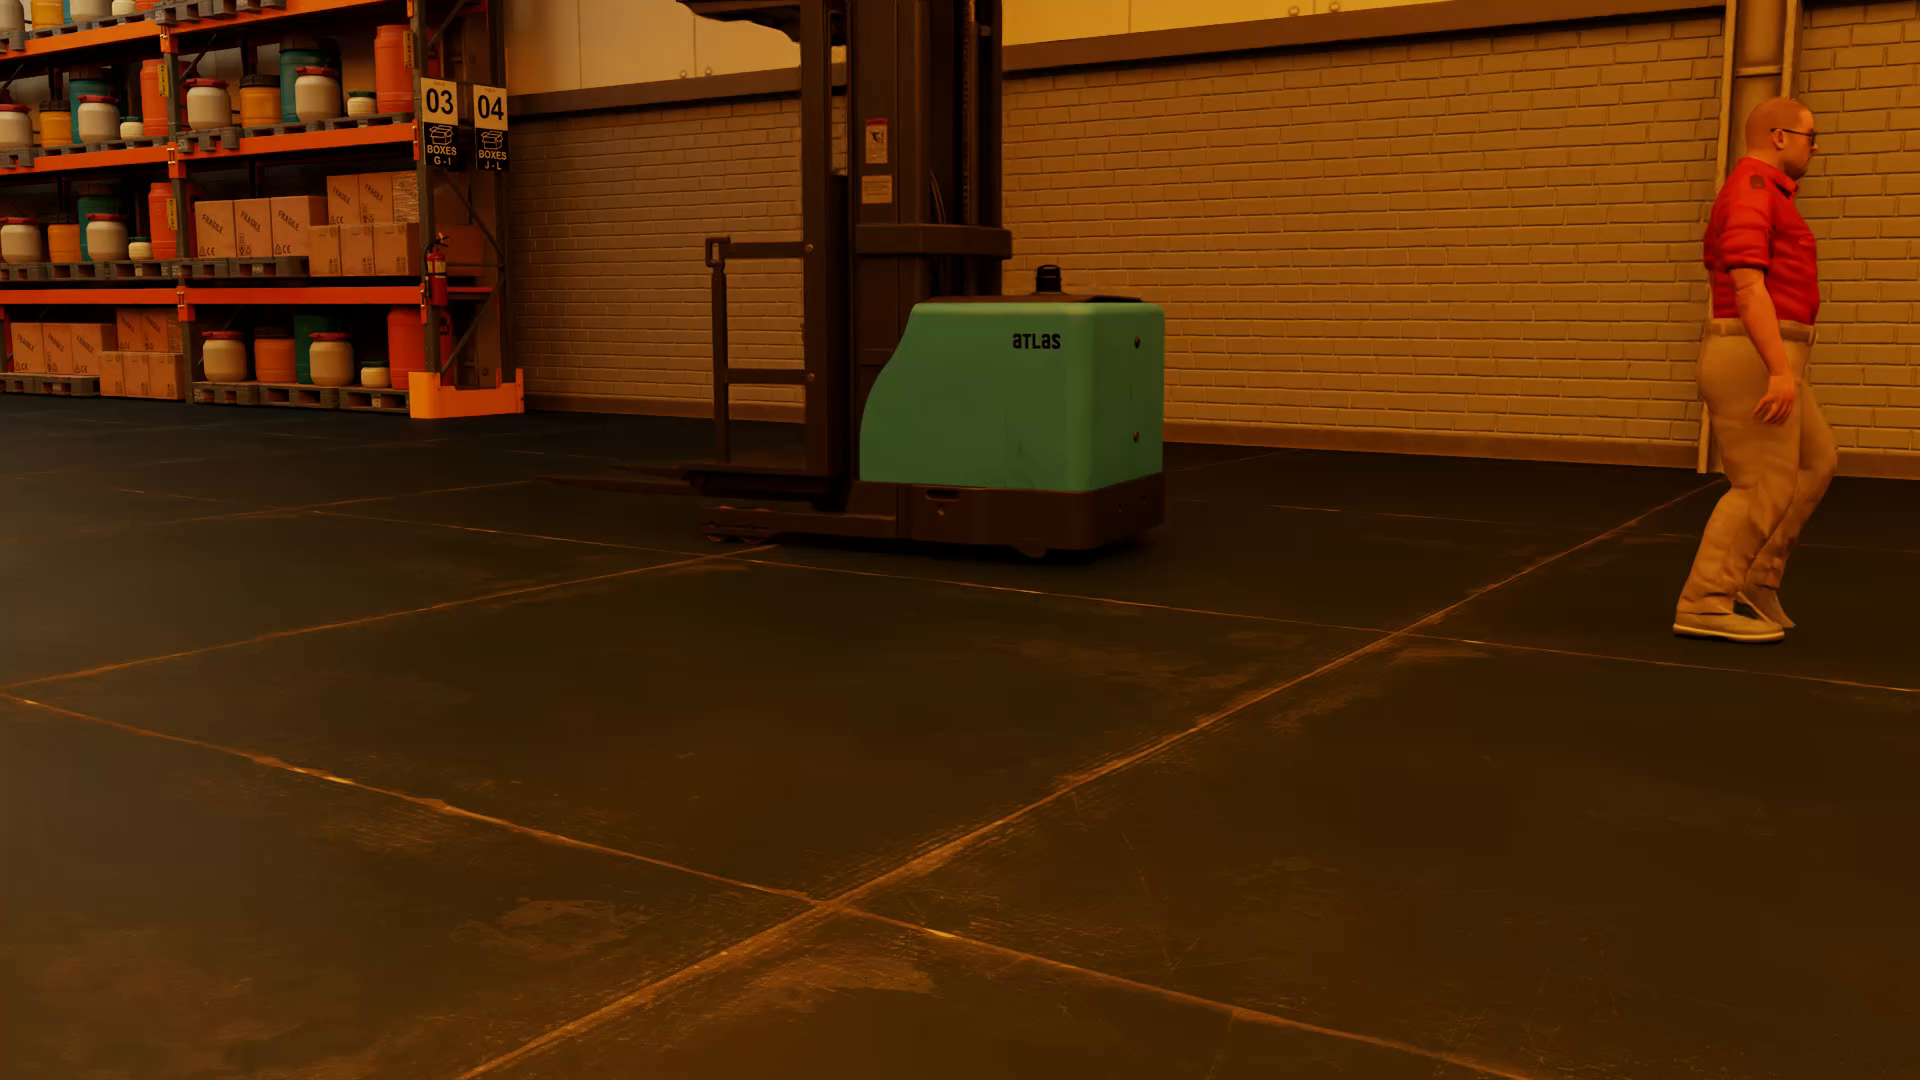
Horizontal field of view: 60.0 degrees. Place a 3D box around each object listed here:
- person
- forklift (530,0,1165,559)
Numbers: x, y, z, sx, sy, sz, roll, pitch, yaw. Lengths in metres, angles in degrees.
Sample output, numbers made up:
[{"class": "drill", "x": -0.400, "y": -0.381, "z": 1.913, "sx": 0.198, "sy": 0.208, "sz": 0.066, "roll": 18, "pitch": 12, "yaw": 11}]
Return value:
[{"class": "person", "x": 2.583, "y": -0.506, "z": 5.311, "sx": 0.494, "sy": 1.767, "sz": 0.641, "roll": 3, "pitch": 8, "yaw": 17}, {"class": "forklift", "x": -0.619, "y": -1.491, "z": 7.681, "sx": 3.031, "sy": 2.935, "sz": 1.130, "roll": 4, "pitch": 9, "yaw": 26}]
